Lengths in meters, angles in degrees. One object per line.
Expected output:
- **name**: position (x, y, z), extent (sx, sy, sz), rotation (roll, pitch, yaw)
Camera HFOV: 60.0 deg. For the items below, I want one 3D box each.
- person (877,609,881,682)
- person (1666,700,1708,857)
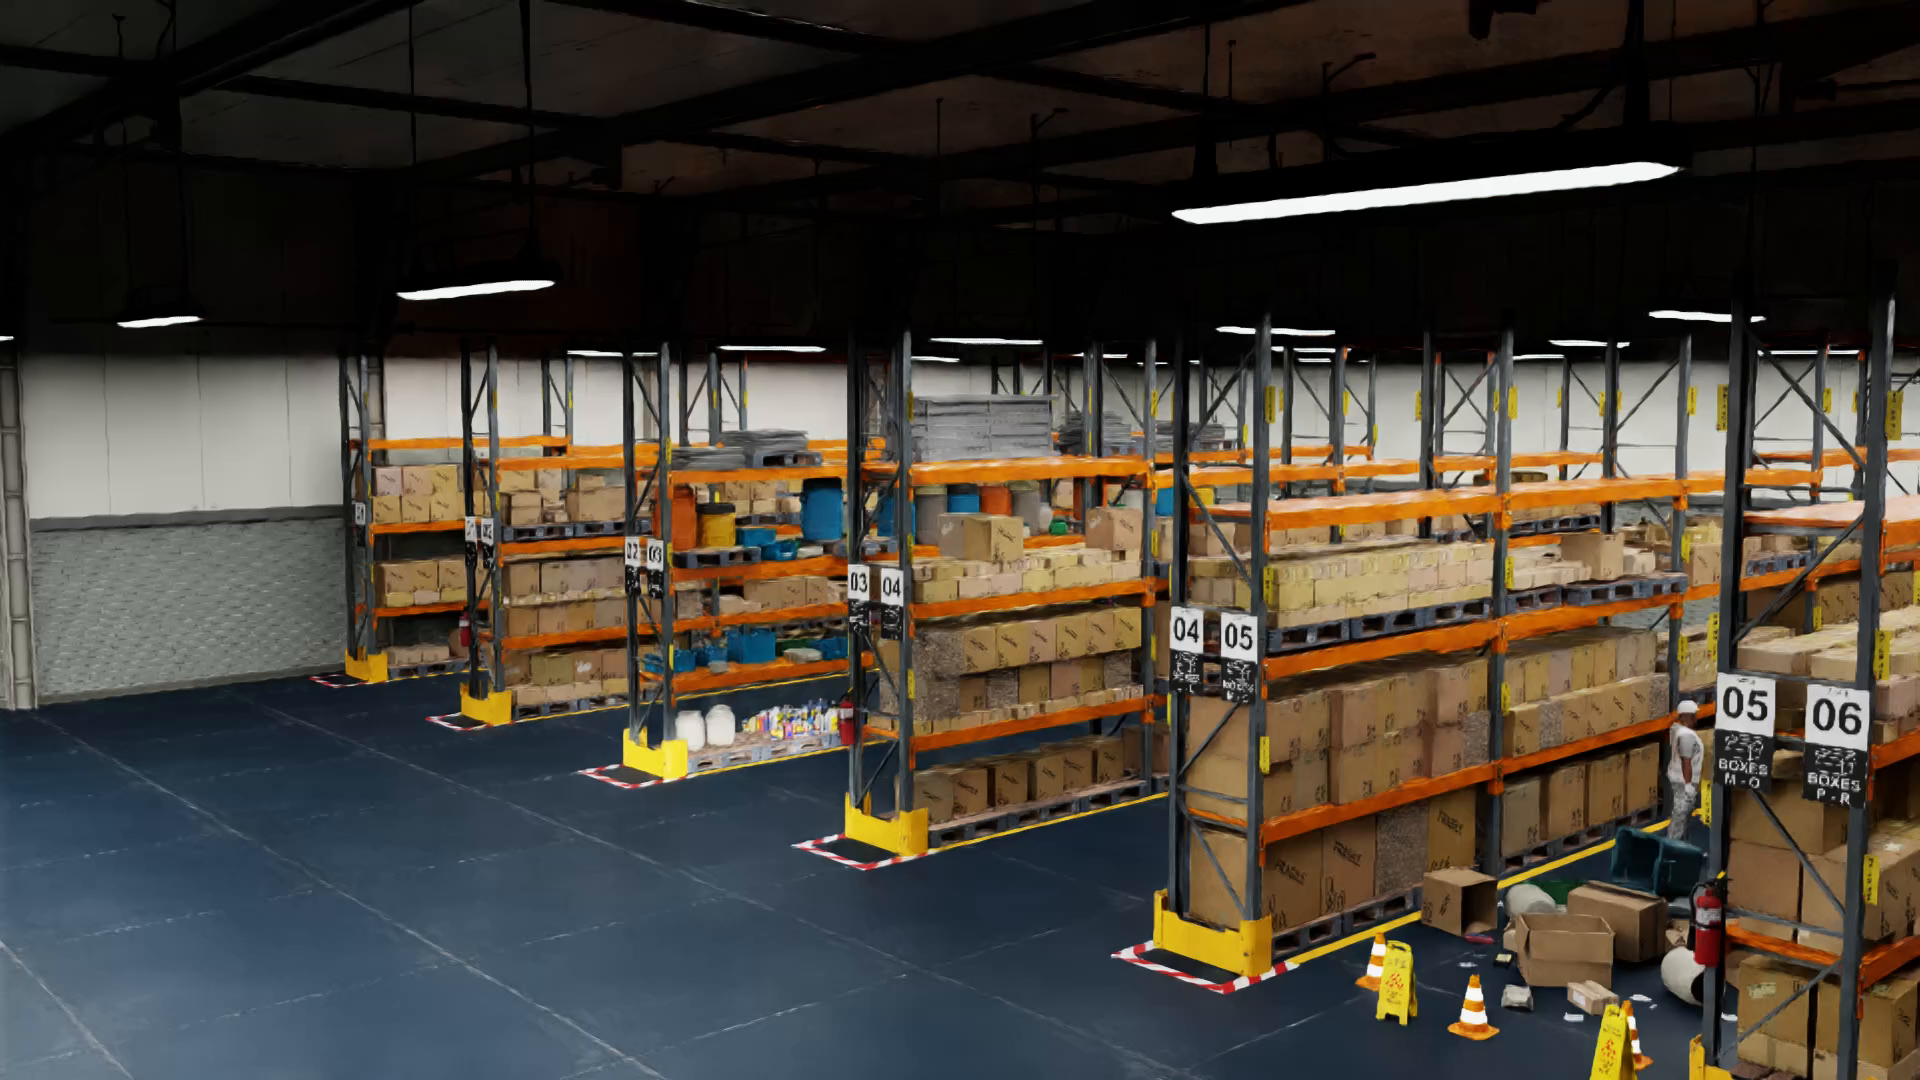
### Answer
- **person**: position (-1.243, 1.684, 29.515), extent (0.536, 1.665, 1.028), rotation (4, 7, 39)
- **person**: position (7.975, 2.631, 18.185), extent (0.457, 1.783, 0.618), rotation (2, 5, 18)
